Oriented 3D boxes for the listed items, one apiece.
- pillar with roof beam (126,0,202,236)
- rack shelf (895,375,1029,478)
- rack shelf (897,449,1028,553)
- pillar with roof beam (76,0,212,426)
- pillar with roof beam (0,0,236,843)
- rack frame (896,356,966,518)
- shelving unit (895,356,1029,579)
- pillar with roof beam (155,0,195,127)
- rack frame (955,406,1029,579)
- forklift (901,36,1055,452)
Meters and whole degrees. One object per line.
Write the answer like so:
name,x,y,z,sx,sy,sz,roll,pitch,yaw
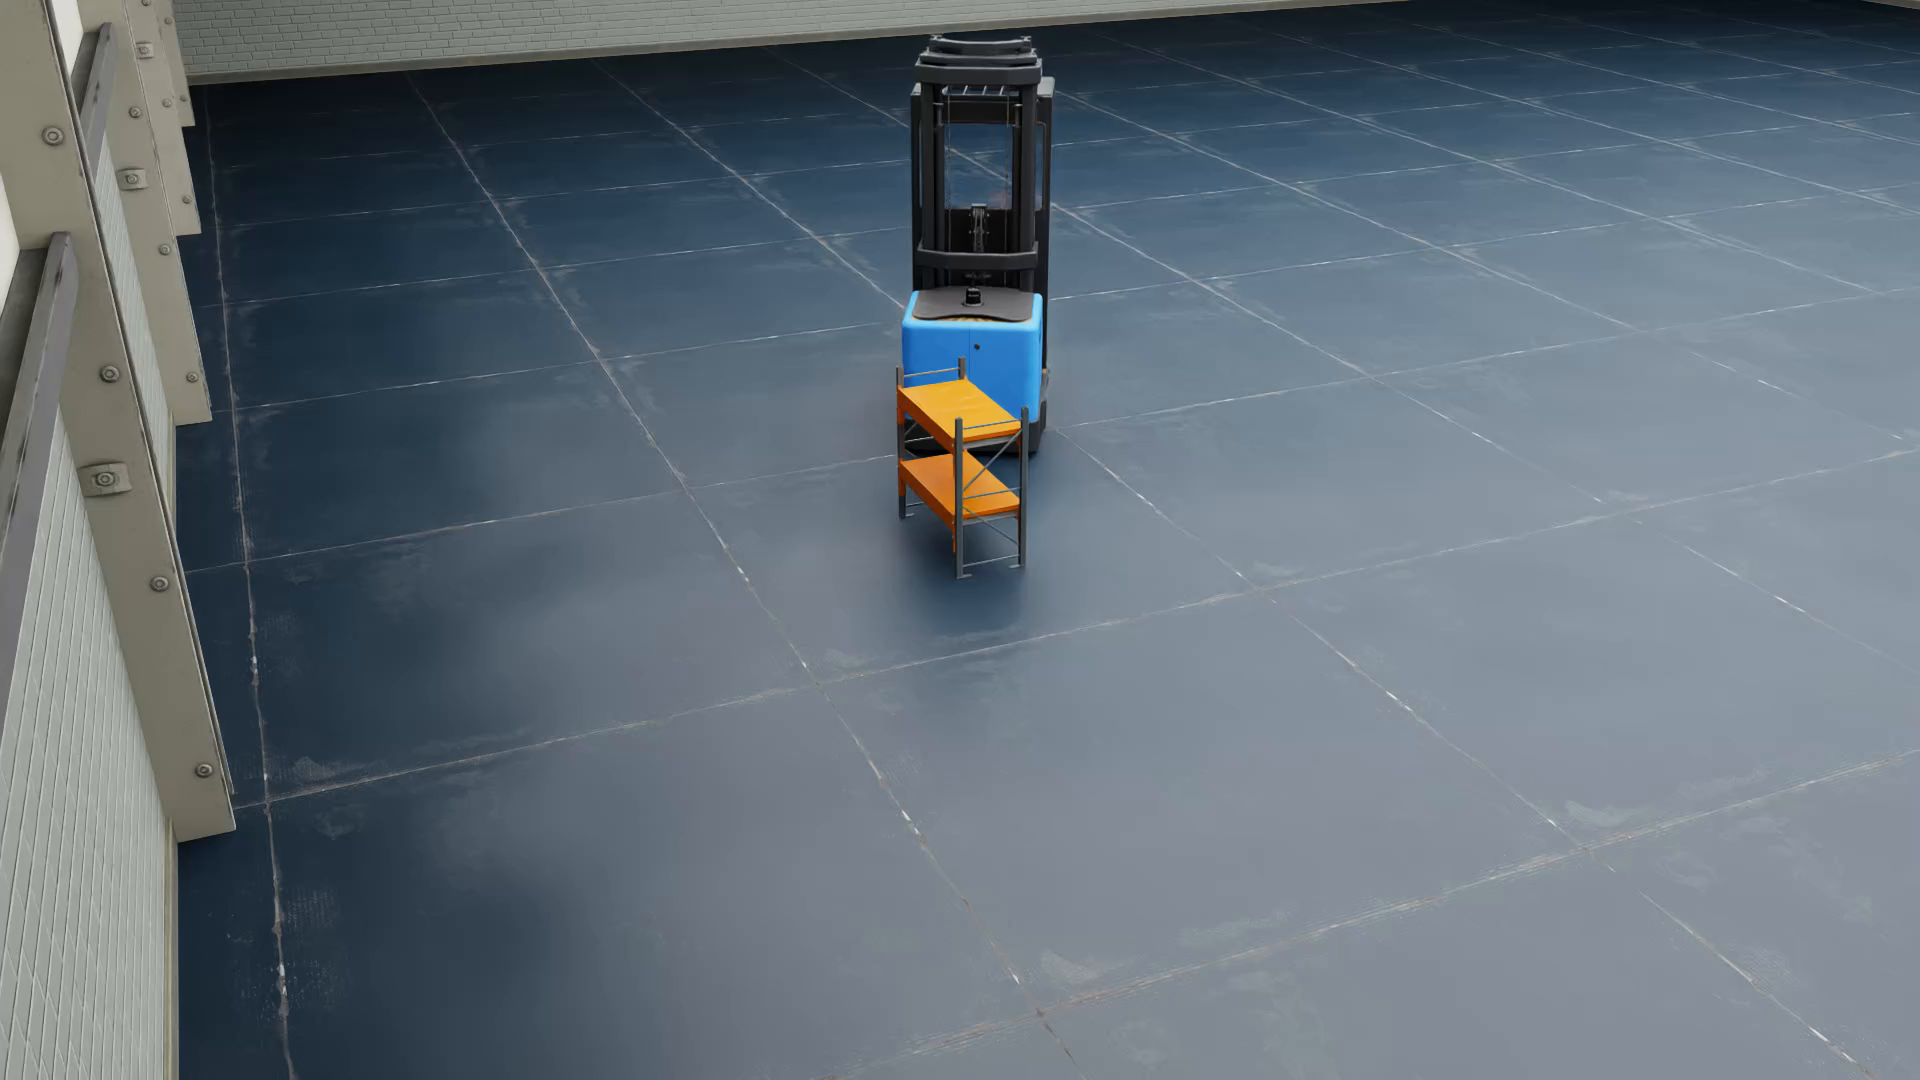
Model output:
pillar with roof beam,-4.615,-8.217,17.968,9.100,9.000,0.400,-11,28,-21
rack shelf,0.003,-0.766,11.015,0.538,0.278,1.000,-11,28,-21
rack shelf,0.003,-0.283,11.251,0.538,0.278,1.000,-11,28,-21
pillar with roof beam,-2.265,-5.794,13.007,9.100,9.000,0.400,-11,28,-21
pillar with roof beam,0.085,-3.372,8.046,9.100,9.000,0.400,-11,28,-21
rack frame,-0.196,-0.708,11.564,0.500,1.125,0.032,-11,28,-21
shelving unit,0.003,-0.503,11.144,0.538,1.125,1.048,-11,28,-21
pillar with roof beam,-6.964,-10.639,22.929,9.100,9.000,0.400,-11,28,-21
rack frame,0.202,-0.298,10.723,0.500,1.125,0.032,-11,28,-21
forklift,0.184,-2.589,13.359,1.130,2.935,3.031,2,26,4
